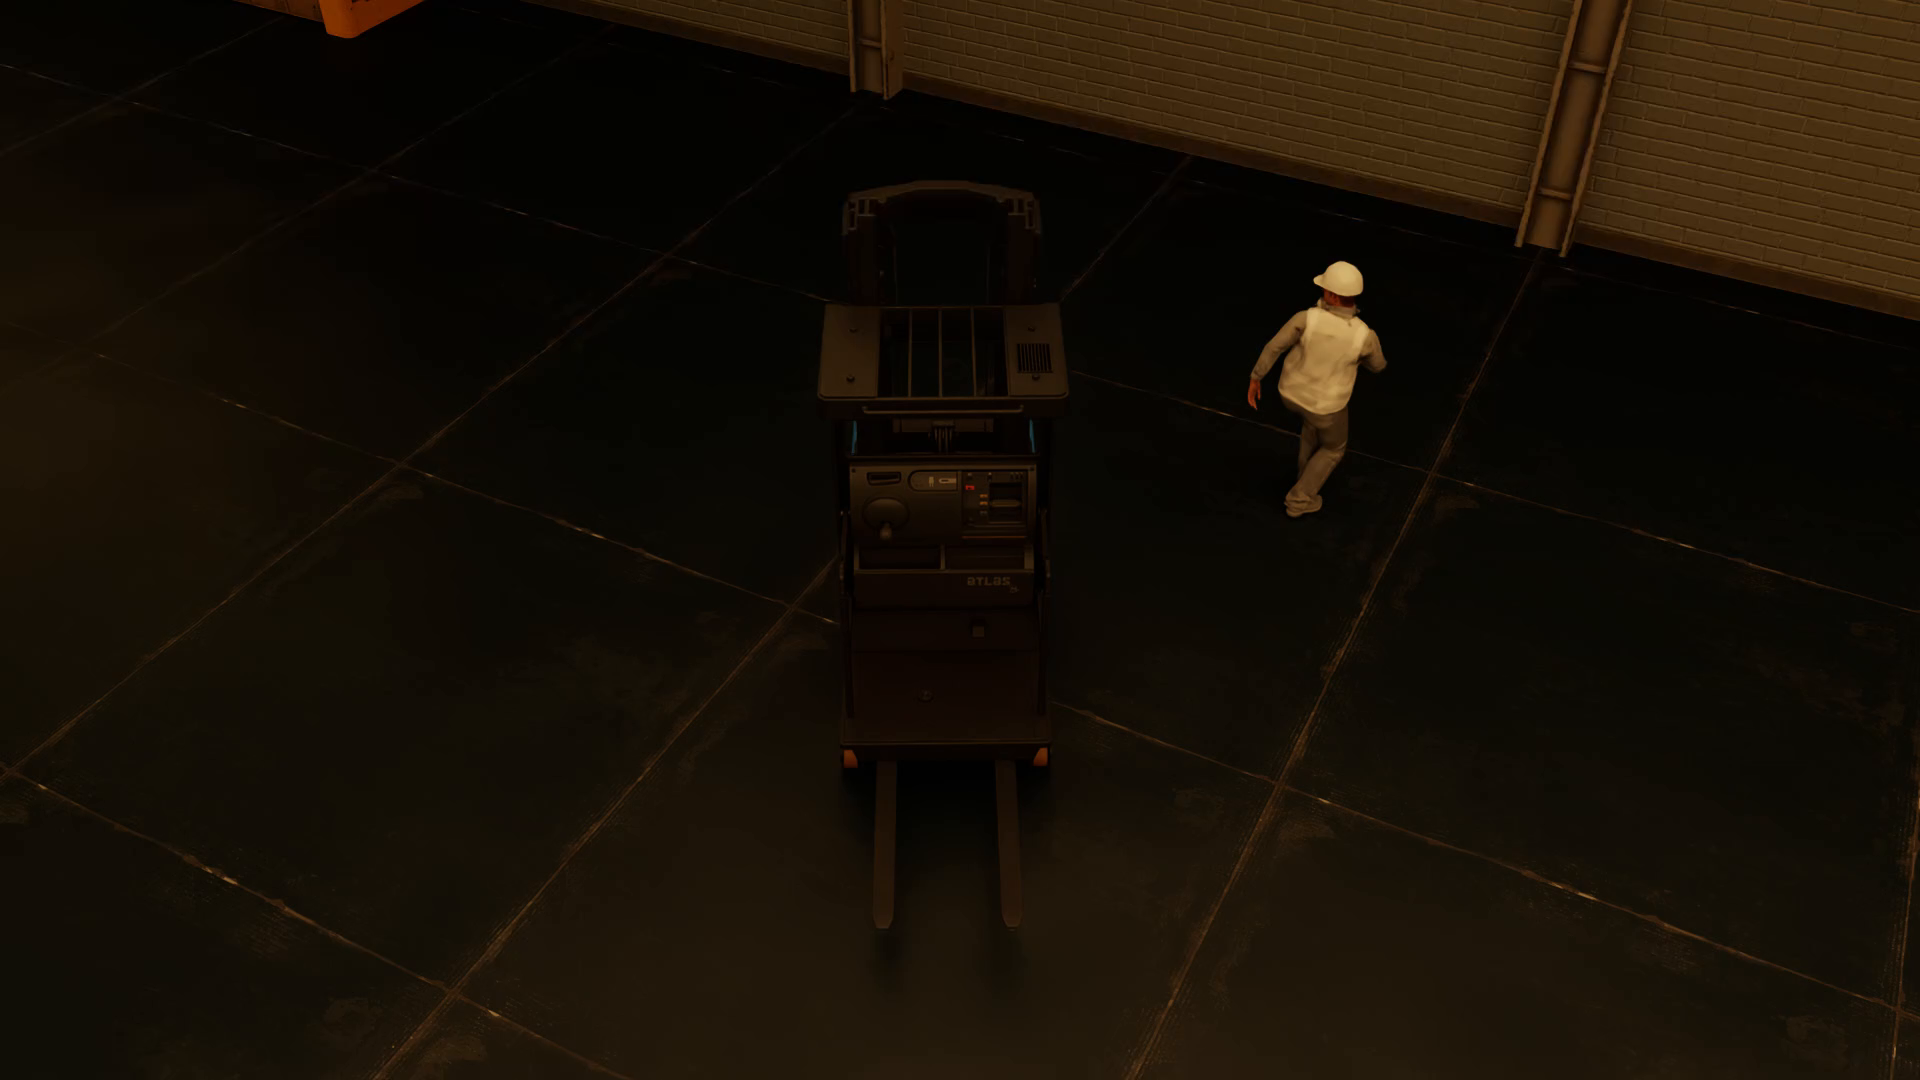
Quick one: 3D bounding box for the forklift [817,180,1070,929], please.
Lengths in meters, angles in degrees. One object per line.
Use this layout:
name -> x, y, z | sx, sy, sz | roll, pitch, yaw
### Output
forklift -> -0.078, -0.116, 8.124 | 1.130, 2.935, 3.031 | -1, 40, -1

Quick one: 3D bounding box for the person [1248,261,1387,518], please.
person -> 2.163, -0.875, 10.022 | 0.621, 1.771, 0.770 | 30, 49, 31
